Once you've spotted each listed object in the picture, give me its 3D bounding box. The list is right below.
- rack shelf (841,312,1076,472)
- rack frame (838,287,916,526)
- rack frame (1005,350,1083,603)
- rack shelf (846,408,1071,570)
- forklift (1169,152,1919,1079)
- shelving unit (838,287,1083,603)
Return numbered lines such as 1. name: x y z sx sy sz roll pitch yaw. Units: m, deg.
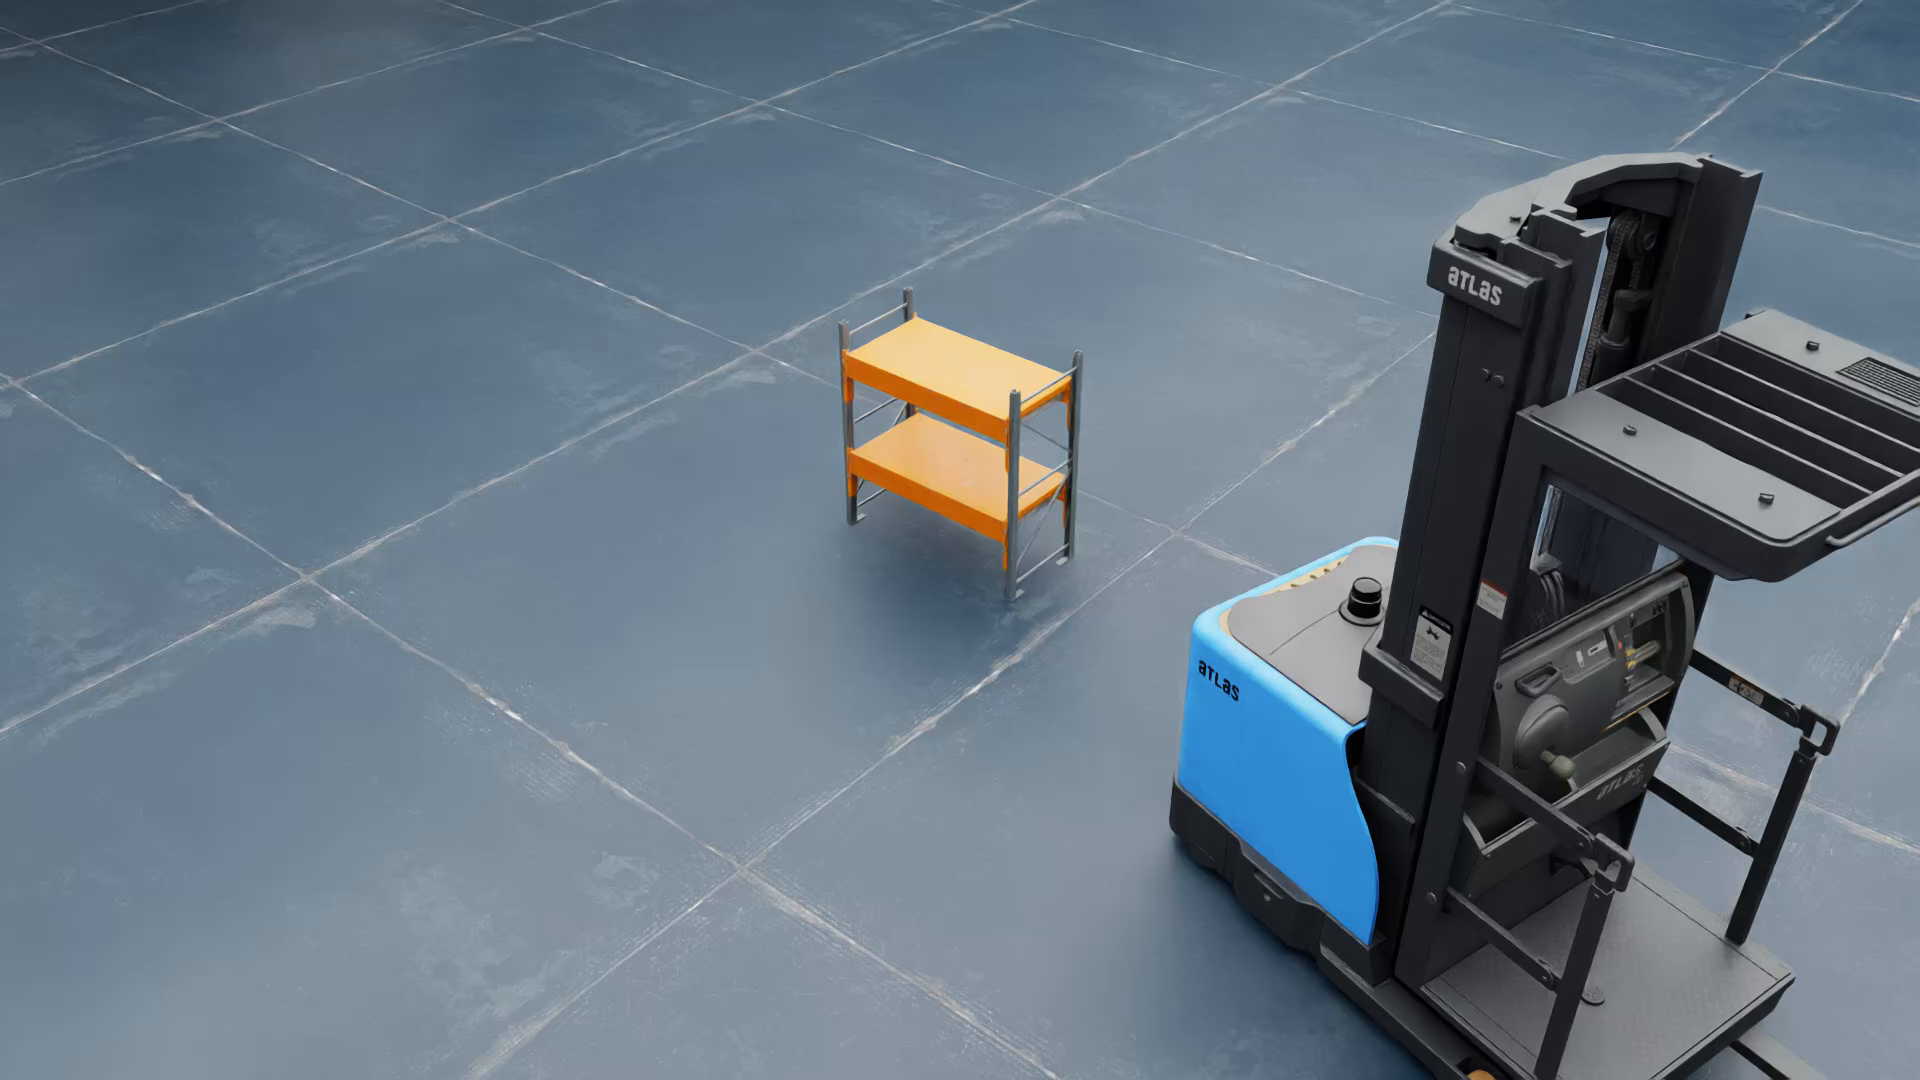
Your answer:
1. rack shelf: -0.005 -0.707 7.769 1.000 0.278 0.538 25 42 32
2. rack frame: -0.396 -0.650 8.203 0.032 1.125 0.500 25 42 32
3. rack frame: 0.385 -0.282 7.667 0.032 1.125 0.500 25 42 32
4. rack shelf: -0.005 -0.265 8.074 1.000 0.278 0.538 25 42 32
5. forklift: 2.071 0.480 4.962 1.130 2.935 3.031 -21 40 -28
6. shelving unit: -0.005 -0.466 7.935 1.048 1.125 0.538 25 42 32
